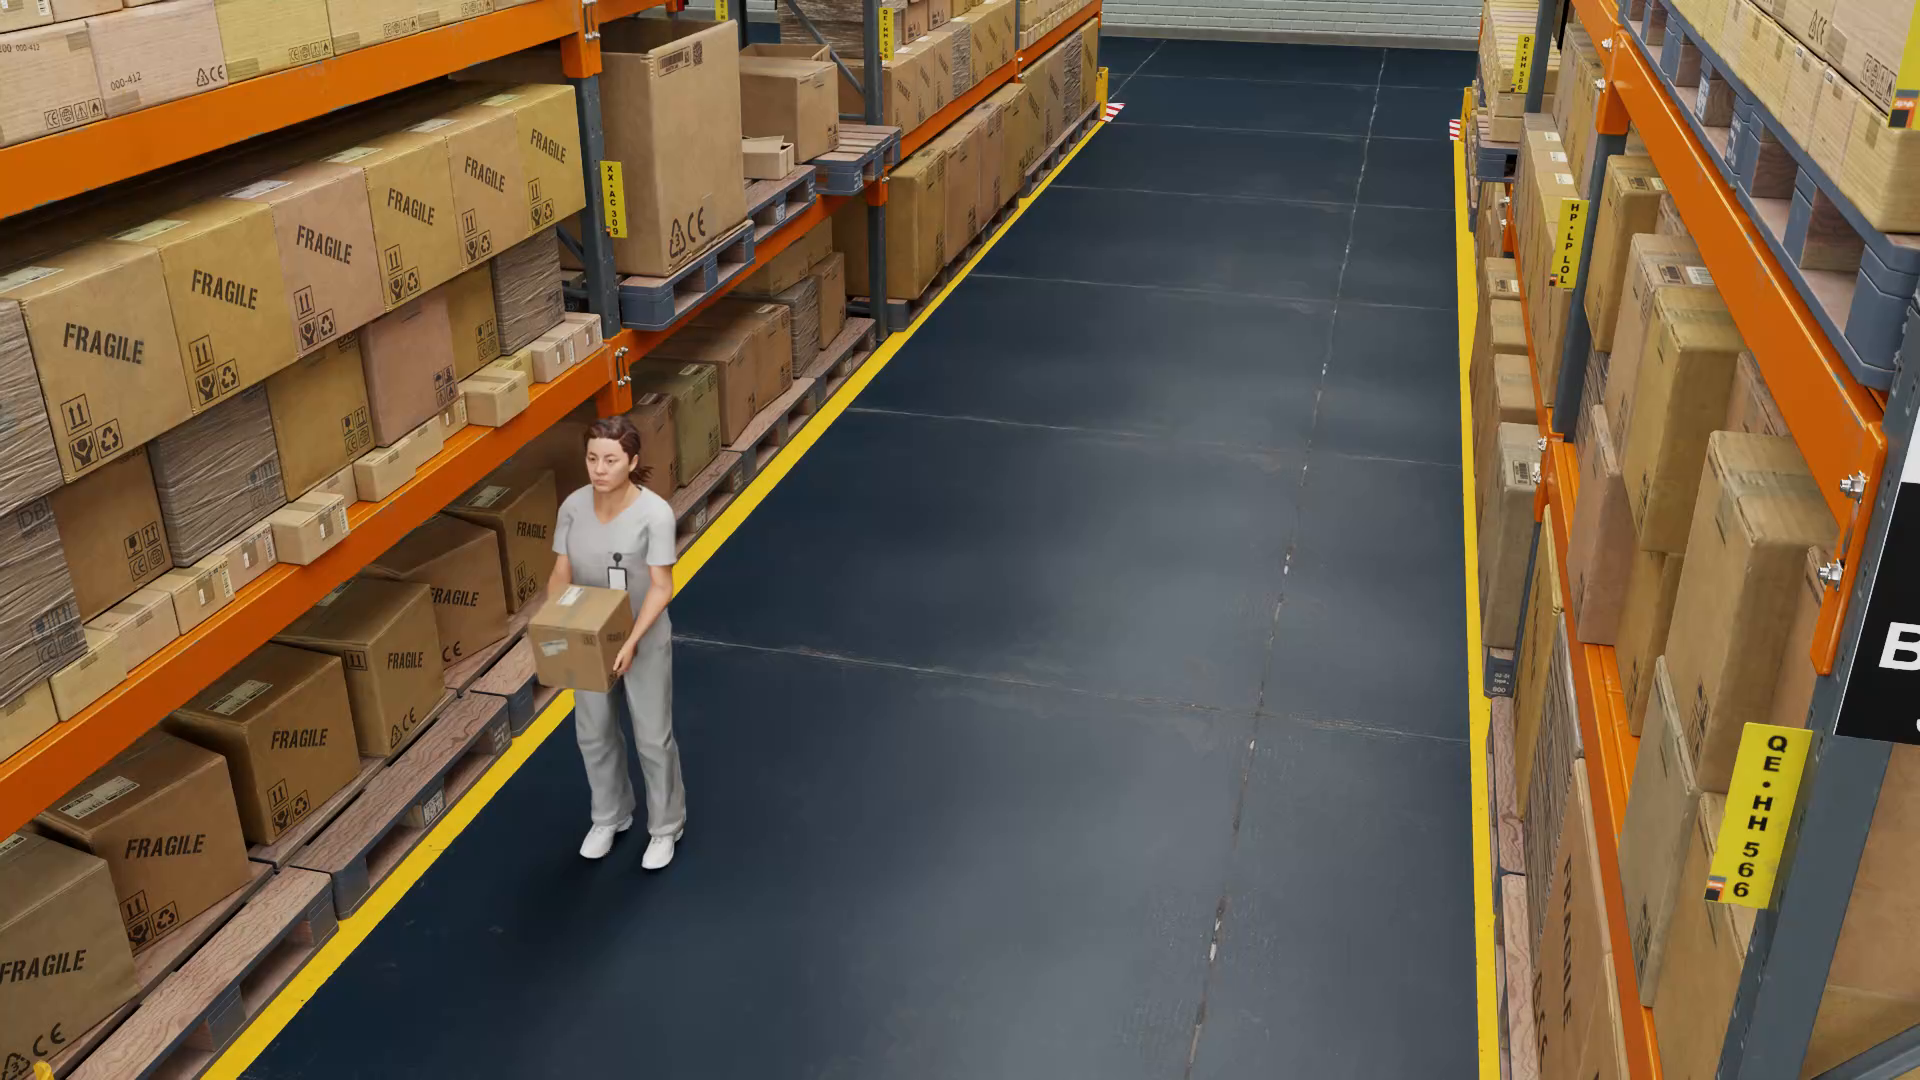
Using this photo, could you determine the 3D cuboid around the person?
[{"bbox_3d":[-1.202,0.393,5.791,0.454,1.667,0.533,6,26,13],"label":"person"}]
